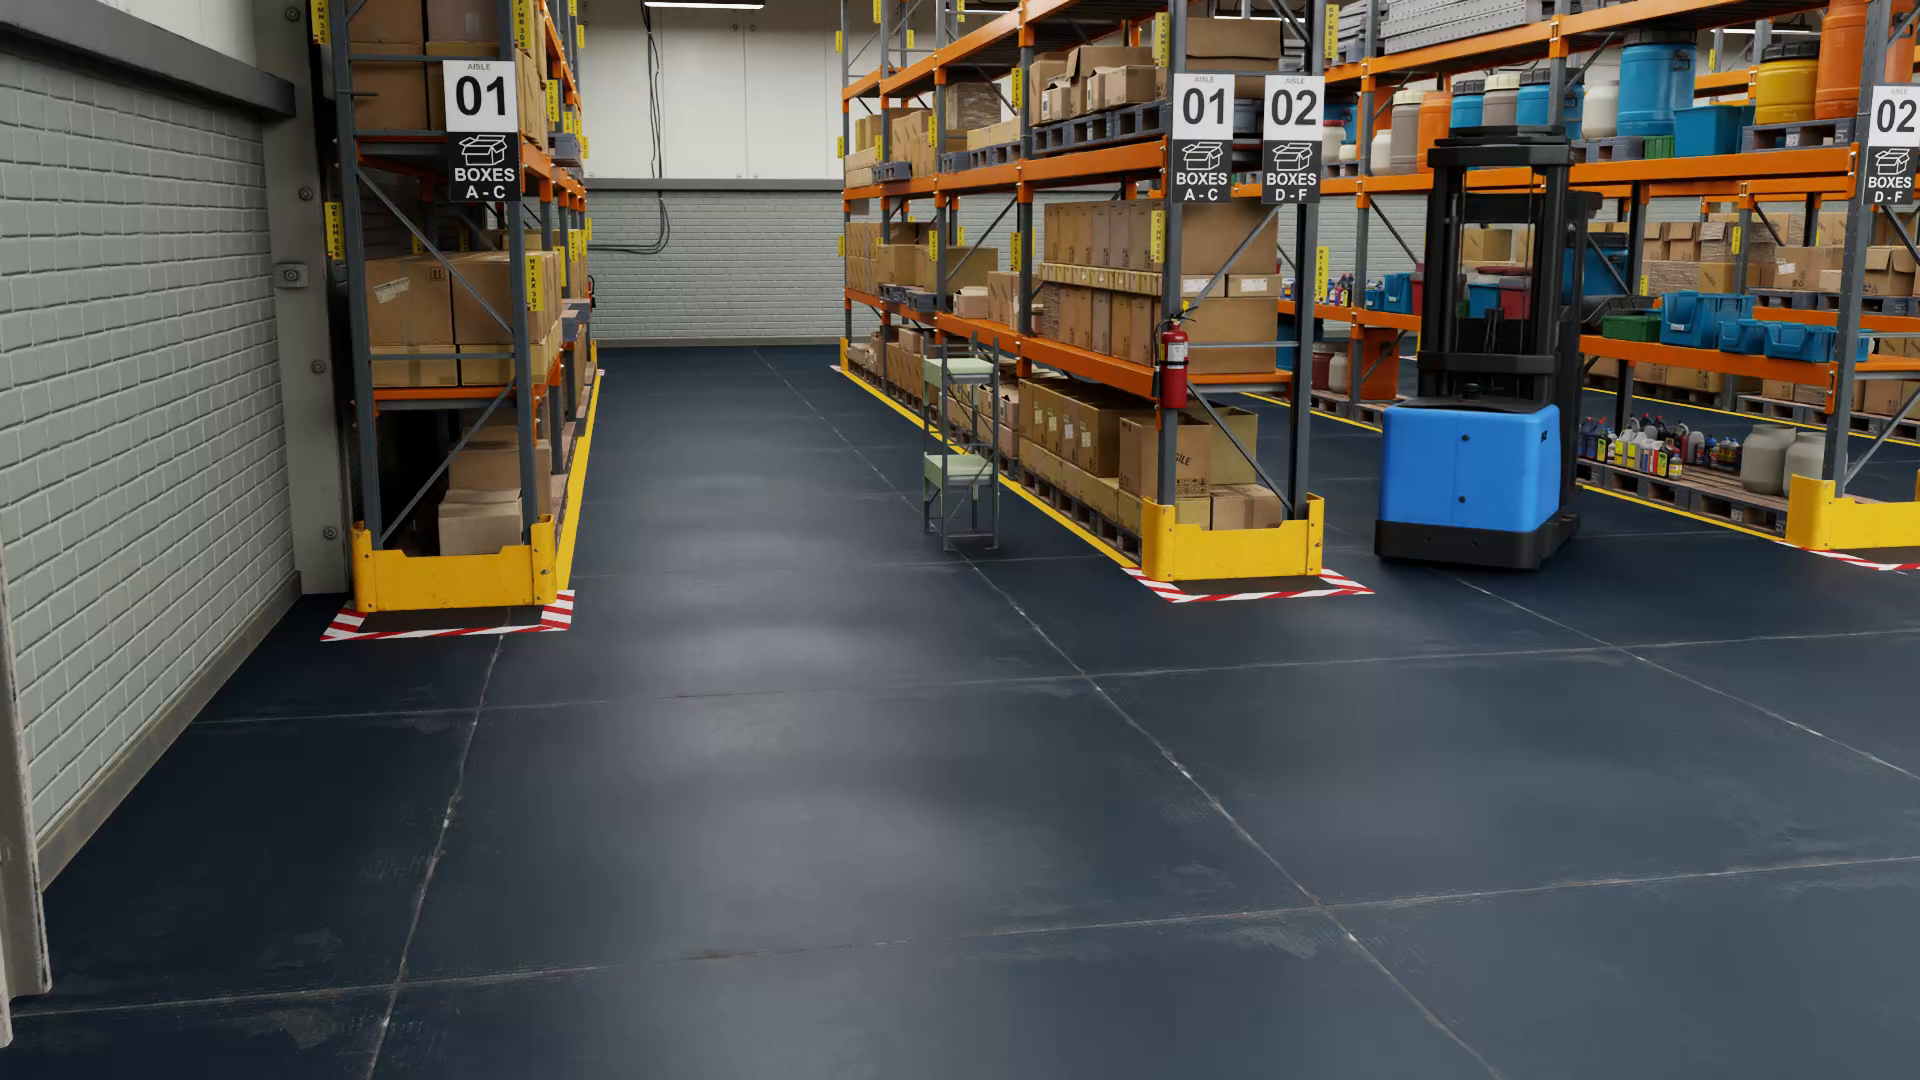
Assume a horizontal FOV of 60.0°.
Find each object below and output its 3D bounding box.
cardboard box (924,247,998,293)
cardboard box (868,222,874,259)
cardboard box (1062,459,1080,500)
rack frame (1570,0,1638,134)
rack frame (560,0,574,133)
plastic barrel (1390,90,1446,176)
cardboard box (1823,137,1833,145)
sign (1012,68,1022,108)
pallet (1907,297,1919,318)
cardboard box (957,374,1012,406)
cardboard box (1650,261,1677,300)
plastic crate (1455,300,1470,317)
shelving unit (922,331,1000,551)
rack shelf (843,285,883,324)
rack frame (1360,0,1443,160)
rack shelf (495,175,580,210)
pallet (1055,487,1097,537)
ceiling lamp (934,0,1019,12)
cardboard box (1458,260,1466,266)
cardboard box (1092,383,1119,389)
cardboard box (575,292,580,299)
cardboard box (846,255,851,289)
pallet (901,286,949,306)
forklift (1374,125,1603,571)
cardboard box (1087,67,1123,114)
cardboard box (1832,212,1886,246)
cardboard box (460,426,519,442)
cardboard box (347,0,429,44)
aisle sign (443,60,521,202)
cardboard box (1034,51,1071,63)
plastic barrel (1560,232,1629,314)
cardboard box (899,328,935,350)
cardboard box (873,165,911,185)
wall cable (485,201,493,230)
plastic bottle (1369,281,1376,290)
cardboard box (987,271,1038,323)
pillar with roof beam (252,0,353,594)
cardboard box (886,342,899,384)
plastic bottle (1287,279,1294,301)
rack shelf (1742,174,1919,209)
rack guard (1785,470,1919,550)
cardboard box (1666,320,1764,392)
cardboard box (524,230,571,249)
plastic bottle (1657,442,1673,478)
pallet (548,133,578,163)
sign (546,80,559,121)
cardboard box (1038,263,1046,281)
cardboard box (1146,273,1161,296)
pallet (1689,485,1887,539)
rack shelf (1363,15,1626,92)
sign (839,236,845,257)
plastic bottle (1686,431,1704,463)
[{"bbox_3d":[0.009,-3.093,19.036,0.700,0.500,0.500,-6,12,-30],"label":"cardboard box"},{"bbox_3d":[-0.991,-4.178,23.182,0.500,0.500,0.500,-2,11,-12],"label":"cardboard box"},{"bbox_3d":[1.100,-0.477,12.912,0.500,0.250,0.500,-2,11,-11],"label":"cardboard box"},{"bbox_3d":[9.181,-6.767,23.682,1.000,3.000,0.127,-2,11,-11],"label":"rack frame"},{"bbox_3d":[-5.395,-6.227,20.843,1.000,3.000,0.127,-2,11,-11],"label":"rack frame"},{"bbox_3d":[5.048,-4.467,18.282,0.600,0.901,0.600,0,11,0],"label":"plastic barrel"},{"bbox_3d":[9.998,-4.574,18.577,0.500,0.500,0.500,-2,11,-13],"label":"cardboard box"},{"bbox_3d":[0.489,-3.854,14.174,0.100,0.325,0.005,-2,11,-11],"label":"sign"},{"bbox_3d":[10.731,-2.404,17.317,1.003,0.211,1.213,-2,11,-11],"label":"pallet"},{"bbox_3d":[0.263,-1.561,17.108,0.500,0.311,0.500,-2,11,-13],"label":"cardboard box"},{"bbox_3d":[9.425,-3.404,21.789,0.500,0.500,0.500,-2,11,-13],"label":"cardboard box"},{"bbox_3d":[5.263,-2.377,17.232,0.450,0.188,0.662,-2,11,-11],"label":"plastic crate"},{"bbox_3d":[0.001,-0.736,12.050,0.431,1.500,0.755,-2,11,-11],"label":"shelving unit"},{"bbox_3d":[-0.925,-3.474,24.349,1.077,0.370,4.000,-2,11,-11],"label":"rack shelf"},{"bbox_3d":[5.101,-5.853,18.881,1.000,3.000,0.127,-2,11,-11],"label":"rack frame"},{"bbox_3d":[-5.006,-4.033,19.264,1.077,0.370,4.000,-2,11,-11],"label":"rack shelf"},{"bbox_3d":[1.374,-0.252,12.954,1.003,0.211,1.213,-2,11,-11],"label":"pallet"},{"bbox_3d":[0.618,-10.591,28.163,2.000,3.185,0.800,-2,11,-11],"label":"ceiling lamp"},{"bbox_3d":[8.340,-4.433,27.070,0.500,0.250,0.500,-2,11,-12],"label":"cardboard box"},{"bbox_3d":[1.410,-1.048,13.904,0.500,0.500,0.500,-2,11,-11],"label":"cardboard box"},{"bbox_3d":[-4.864,-2.973,20.414,0.380,0.149,0.250,-2,11,-11],"label":"cardboard box"},{"bbox_3d":[-1.487,-4.152,25.721,0.500,0.500,0.500,-2,11,-10],"label":"cardboard box"},{"bbox_3d":[-0.141,-2.989,20.391,1.003,0.211,1.213,-2,11,-11],"label":"pallet"},{"bbox_3d":[3.961,-1.469,12.077,1.130,2.935,3.031,6,12,28],"label":"forklift"},{"bbox_3d":[1.207,-3.268,12.061,0.500,0.311,0.500,-1,11,-4],"label":"cardboard box"},{"bbox_3d":[13.710,-4.744,25.364,0.500,0.500,0.500,-3,11,-13],"label":"cardboard box"},{"bbox_3d":[-3.598,-0.611,12.895,0.500,0.500,0.500,-3,11,-15],"label":"cardboard box"},{"bbox_3d":[-3.401,-3.172,9.821,0.500,0.500,0.500,-2,11,-8],"label":"cardboard box"},{"bbox_3d":[-2.753,-2.353,9.586,0.394,0.787,0.004,-2,11,-11],"label":"aisle sign"},{"bbox_3d":[0.938,-4.082,14.871,0.500,0.500,0.500,-2,11,-10],"label":"cardboard box"},{"bbox_3d":[6.101,-2.501,15.971,0.600,0.901,0.708,-2,11,-11],"label":"plastic barrel"},{"bbox_3d":[-0.487,-2.536,21.000,0.500,0.250,0.500,-2,11,-11],"label":"cardboard box"},{"bbox_3d":[-0.892,-4.940,22.505,0.500,0.250,0.500,-2,11,-11],"label":"cardboard box"},{"bbox_3d":[-7.350,-4.713,26.217,0.084,1.984,1.851,-2,11,-11],"label":"wall cable"},{"bbox_3d":[5.177,-3.108,20.847,0.097,0.271,0.097,0,11,0],"label":"plastic bottle"},{"bbox_3d":[0.584,-2.469,16.877,0.500,0.500,0.500,-3,11,-14],"label":"cardboard box"},{"bbox_3d":[0.177,-4.279,10.612,9.100,9.000,0.400,-2,11,-11],"label":"pillar with roof beam"},{"bbox_3d":[-0.681,-2.351,22.034,0.500,0.500,0.500,-3,11,-14],"label":"cardboard box"},{"bbox_3d":[4.279,-3.225,21.464,0.097,0.271,0.097,0,11,0],"label":"plastic bottle"},{"bbox_3d":[10.348,-3.840,18.248,1.077,0.370,4.000,-2,11,-11],"label":"rack shelf"},{"bbox_3d":[6.596,-0.223,12.032,1.175,0.500,0.348,-2,11,-11],"label":"rack guard"},{"bbox_3d":[9.846,-2.376,21.217,1.225,0.875,0.875,-3,11,-14],"label":"cardboard box"},{"bbox_3d":[-4.458,-3.217,17.955,0.500,0.250,0.500,-2,11,-10],"label":"cardboard box"},{"bbox_3d":[5.829,-0.662,13.741,0.061,0.283,0.133,-2,11,-10],"label":"plastic bottle"},{"bbox_3d":[-3.854,-3.311,14.047,1.213,0.211,1.003,-2,11,-11],"label":"pallet"},{"bbox_3d":[-3.308,-3.561,13.477,0.100,0.325,0.005,-2,11,-11],"label":"sign"},{"bbox_3d":[0.882,-2.304,14.279,0.380,0.149,0.250,-2,11,-11],"label":"cardboard box"},{"bbox_3d":[1.484,-1.738,11.305,0.380,0.149,0.250,-2,11,-10],"label":"cardboard box"},{"bbox_3d":[6.443,-0.230,12.842,1.003,0.211,1.213,-2,11,-11],"label":"pallet"},{"bbox_3d":[5.490,-4.936,17.059,1.077,0.370,4.000,-2,11,-11],"label":"rack shelf"},{"bbox_3d":[-1.847,-4.599,26.024,0.100,0.325,0.005,-2,11,-11],"label":"sign"},{"bbox_3d":[6.415,-0.819,14.583,0.152,0.276,0.135,-2,11,-10],"label":"plastic bottle"}]
